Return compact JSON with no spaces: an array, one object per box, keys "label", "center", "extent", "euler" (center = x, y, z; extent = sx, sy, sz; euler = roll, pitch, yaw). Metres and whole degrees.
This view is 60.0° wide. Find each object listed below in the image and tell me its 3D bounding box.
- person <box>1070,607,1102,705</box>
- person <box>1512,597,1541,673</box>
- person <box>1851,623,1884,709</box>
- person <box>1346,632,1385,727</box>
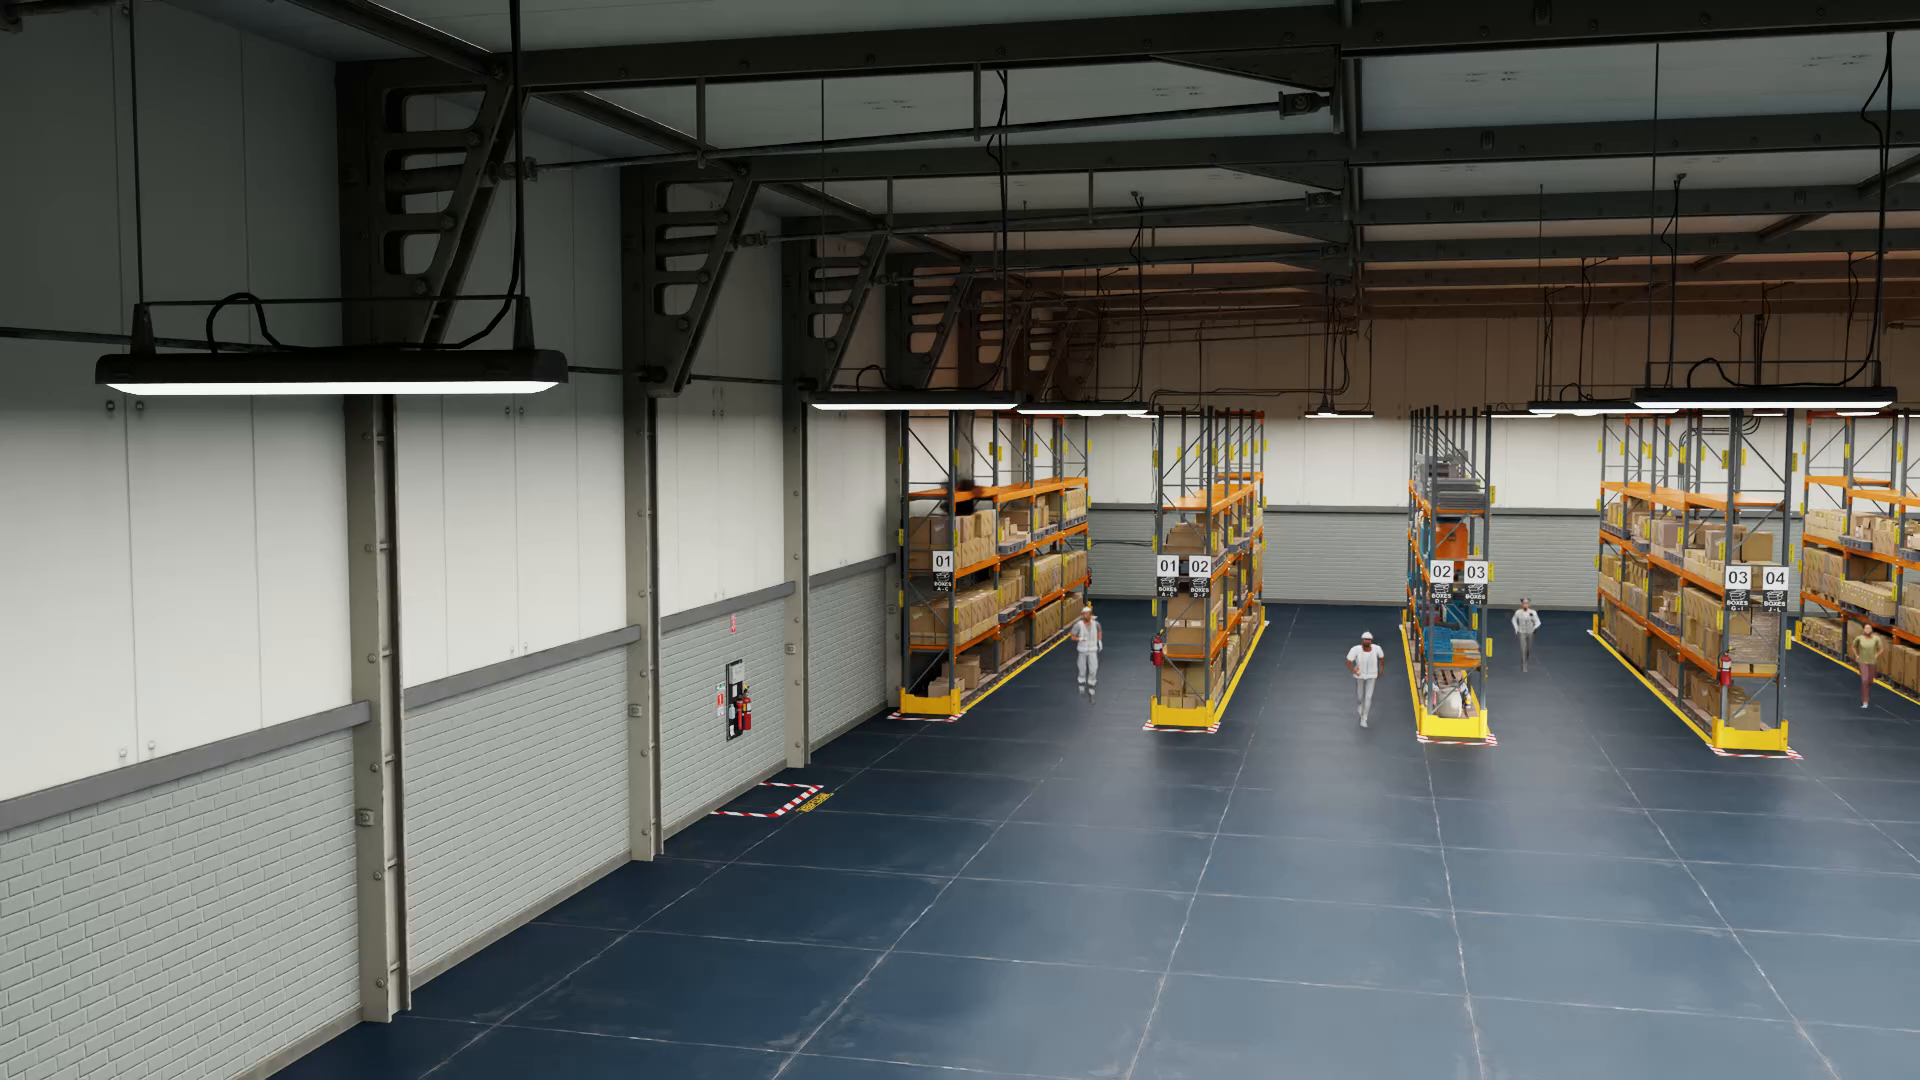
[{"label":"person","center":[2.470,2.246,32.379],"extent":[0.665,1.906,0.752],"euler":[0,4,-5]},{"label":"person","center":[12.893,2.137,37.865],"extent":[0.610,1.694,0.860],"euler":[1,4,13]},{"label":"person","center":[18.218,2.491,33.387],"extent":[0.568,1.688,0.829],"euler":[2,4,21]},{"label":"person","center":[7.662,2.599,31.450],"extent":[0.726,1.755,0.960],"euler":[1,4,9]}]
